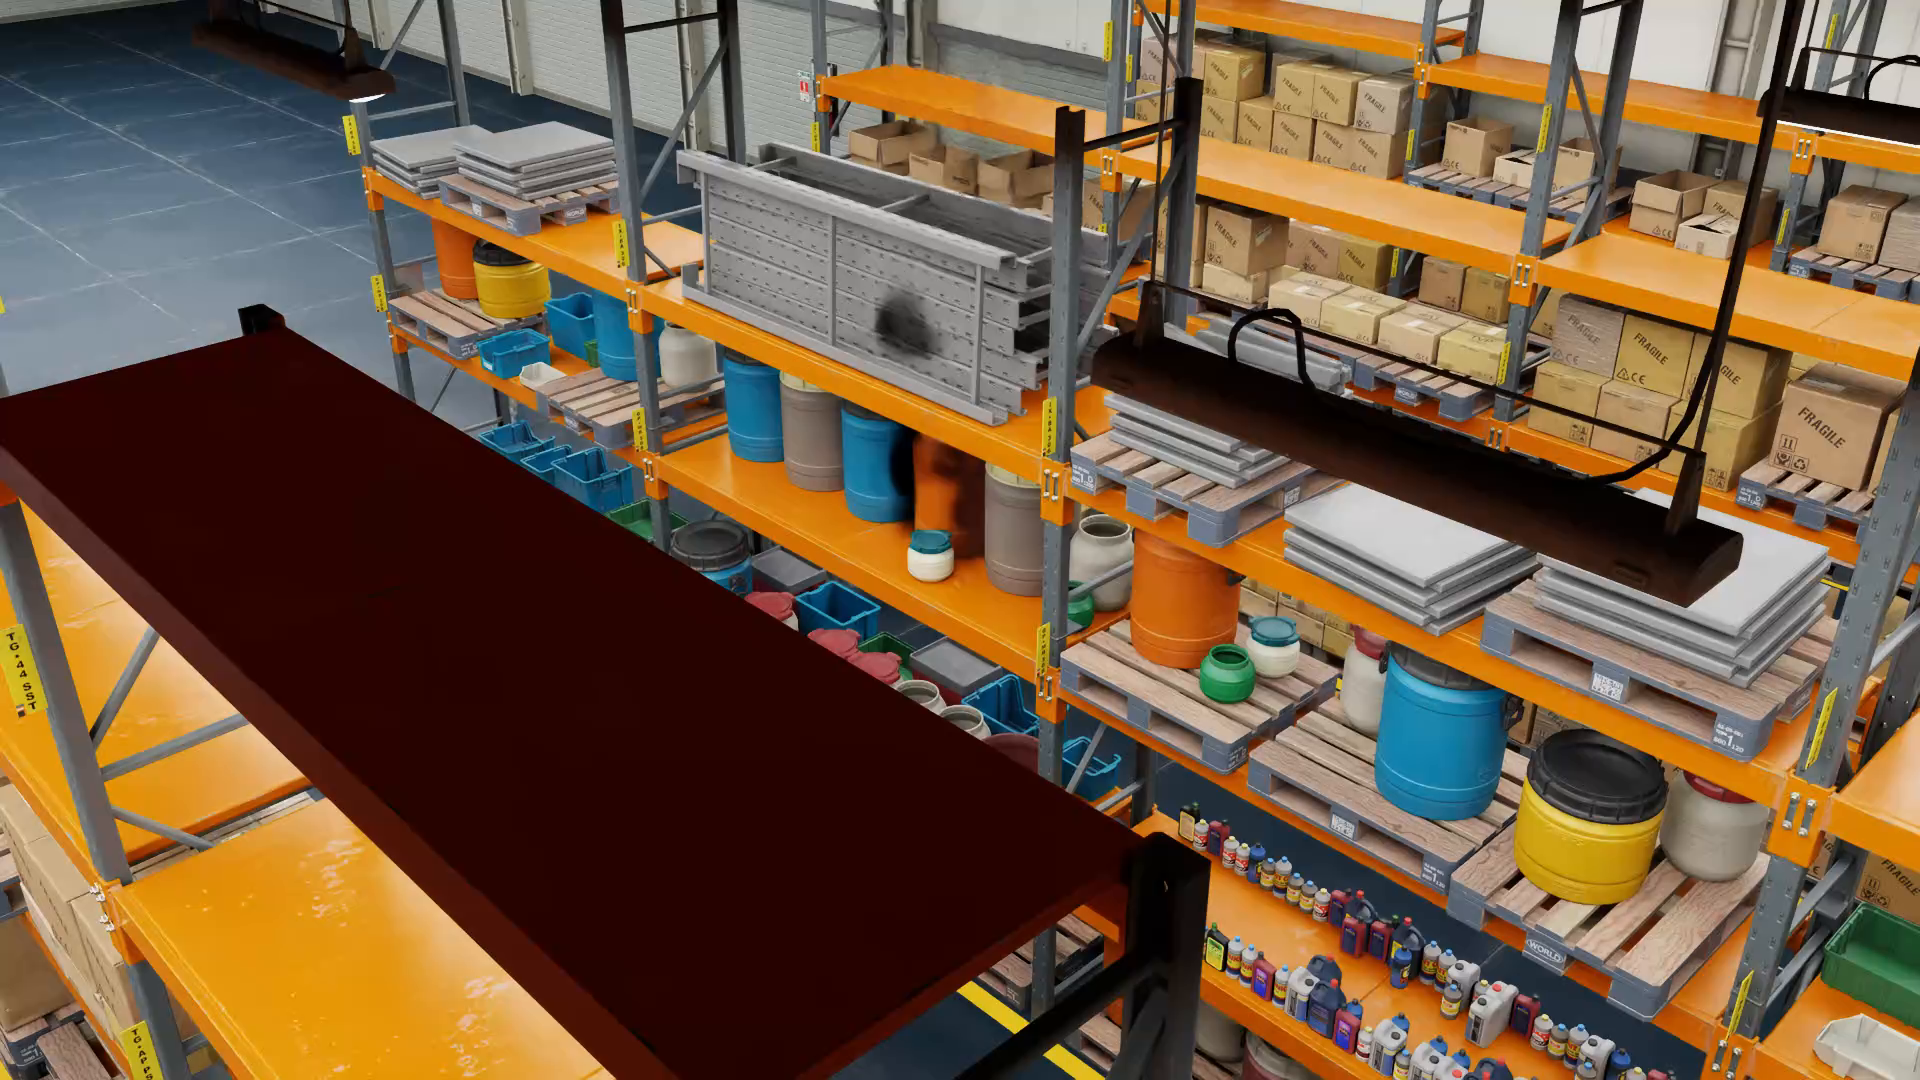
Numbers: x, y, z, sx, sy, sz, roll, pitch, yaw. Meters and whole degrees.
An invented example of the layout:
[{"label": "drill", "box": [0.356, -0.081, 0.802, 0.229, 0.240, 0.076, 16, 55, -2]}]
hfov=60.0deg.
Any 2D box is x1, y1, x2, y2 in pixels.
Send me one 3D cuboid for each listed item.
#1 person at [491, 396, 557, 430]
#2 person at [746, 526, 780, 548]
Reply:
[{"label": "person", "box": [-4.962, -2.099, 18.839, 0.905, 1.804, 0.678, -10, 30, -19]}, {"label": "person", "box": [-1.951, -0.592, 16.034, 0.922, 1.781, 0.692, 18, 33, 31]}]
